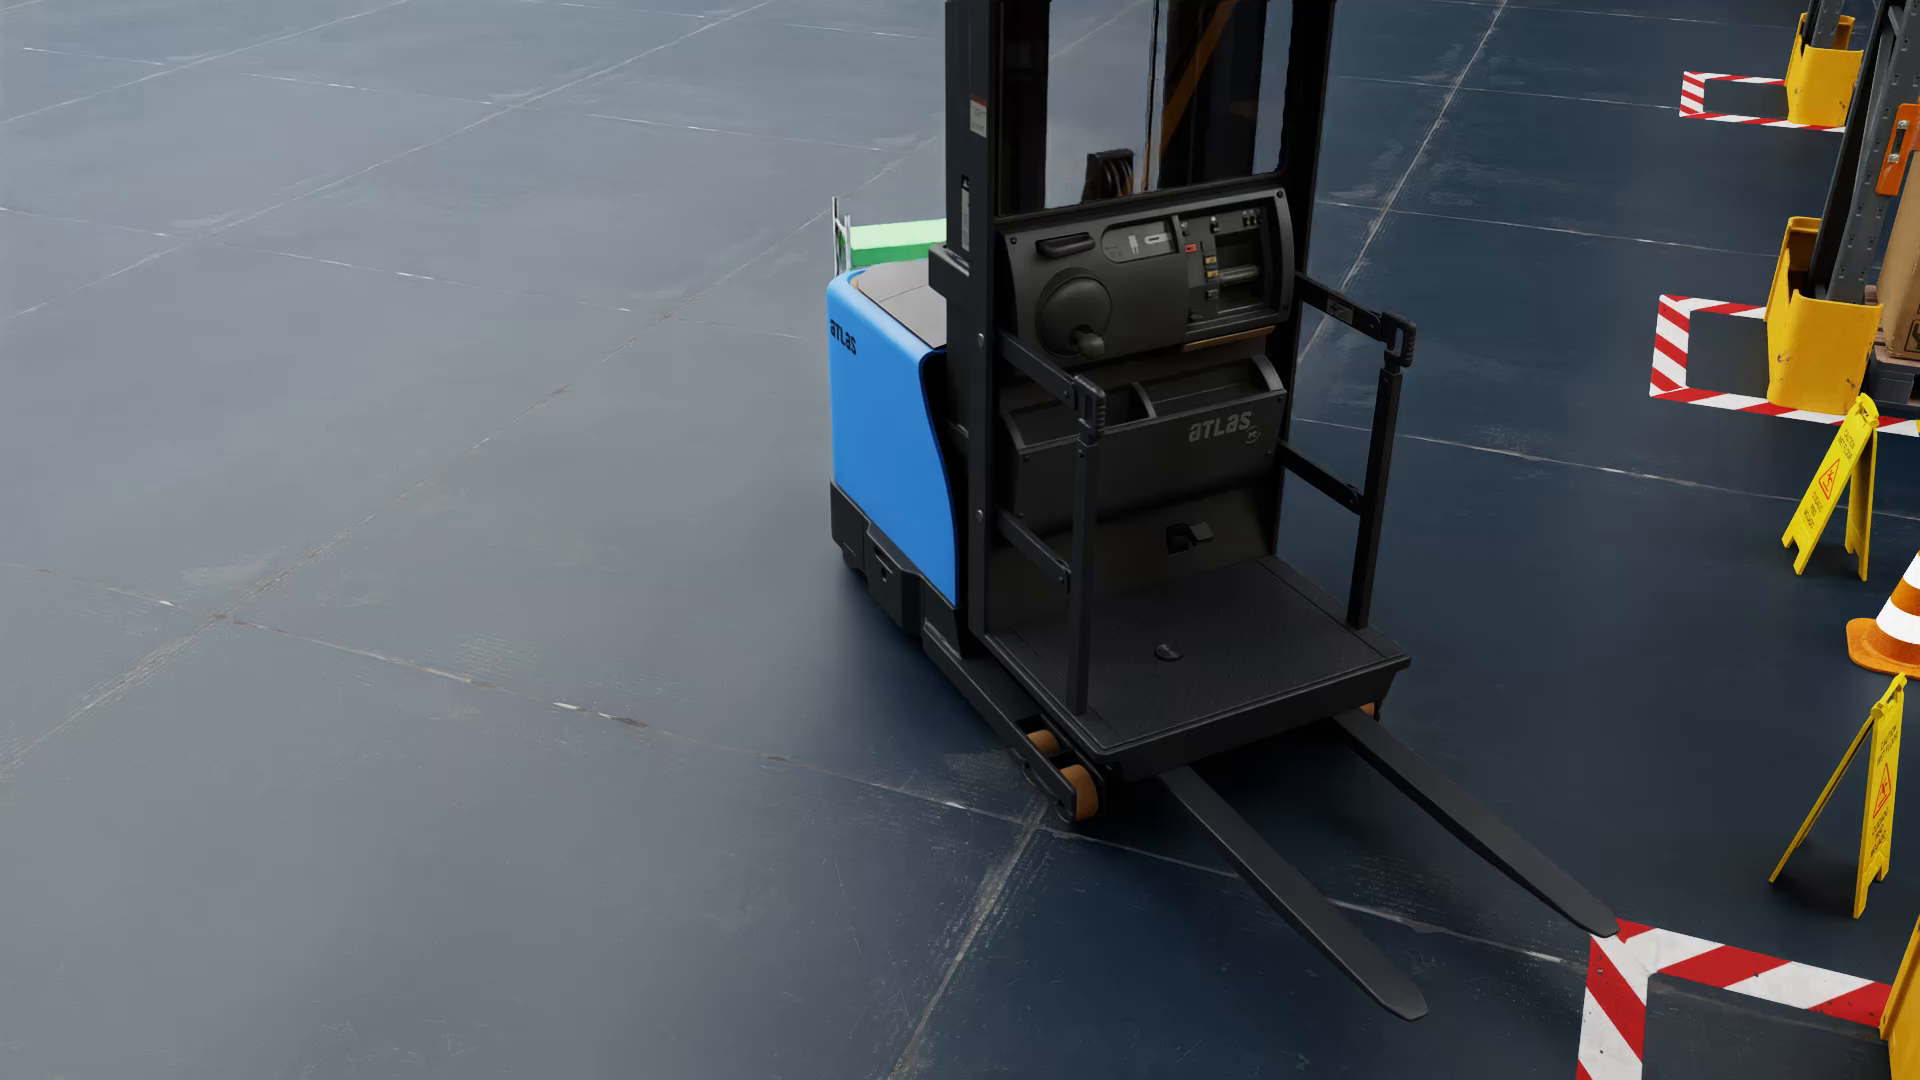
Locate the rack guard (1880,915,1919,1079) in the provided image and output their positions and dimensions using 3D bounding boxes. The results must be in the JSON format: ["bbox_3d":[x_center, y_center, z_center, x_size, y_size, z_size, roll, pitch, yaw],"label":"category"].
[{"bbox_3d":[2.249,1.250,3.530,0.348,0.500,1.175,11,31,19],"label":"rack guard"}]

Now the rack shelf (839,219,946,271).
[{"bbox_3d":[-0.187,-1.055,6.052,0.480,0.148,0.258,-8,30,-13],"label":"rack shelf"}]

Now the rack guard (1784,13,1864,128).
[{"bbox_3d":[5.974,-3.268,11.525,0.348,0.500,1.175,11,31,19],"label":"rack guard"}]

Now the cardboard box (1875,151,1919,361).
[{"bbox_3d":[4.599,-1.290,7.217,0.875,0.875,0.875,11,31,19],"label":"cardboard box"}]

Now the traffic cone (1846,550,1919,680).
[{"bbox_3d":[3.164,0.175,5.471,0.334,0.463,0.336,11,31,19],"label":"traffic cone"}]

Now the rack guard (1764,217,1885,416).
[{"bbox_3d":[3.923,-1.044,7.589,0.348,0.500,1.175,11,31,19],"label":"rack guard"}]

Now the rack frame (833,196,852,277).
[{"bbox_3d":[-0.422,-0.662,6.201,0.015,1.200,0.240,-8,30,-13],"label":"rack frame"}]

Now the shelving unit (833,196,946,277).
[{"bbox_3d":[-0.187,-0.693,6.256,0.503,1.200,0.258,-8,30,-13],"label":"shelving unit"}]

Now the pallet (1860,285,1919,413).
[{"bbox_3d":[4.716,-0.802,7.454,1.213,0.211,1.003,11,31,19],"label":"pallet"}]

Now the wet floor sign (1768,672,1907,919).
[{"bbox_3d":[2.404,0.650,4.445,0.232,0.644,0.267,24,37,36],"label":"wet floor sign"}]

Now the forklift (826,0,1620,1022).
[{"bbox_3d":[0.646,-0.710,4.528,1.130,2.935,3.031,-14,32,-23],"label":"forklift"}]

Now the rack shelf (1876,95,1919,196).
[{"bbox_3d":[5.799,-1.445,6.489,4.000,0.370,1.077,11,31,19],"label":"rack shelf"}]

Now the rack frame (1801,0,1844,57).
[{"bbox_3d":[5.904,-4.371,10.934,0.127,3.000,1.000,11,31,19],"label":"rack frame"}]

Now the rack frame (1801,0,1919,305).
[{"bbox_3d":[3.946,-2.128,6.966,0.127,3.000,1.000,11,31,19],"label":"rack frame"}]

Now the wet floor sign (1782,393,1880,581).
[{"bbox_3d":[3.174,-0.206,5.958,0.232,0.644,0.267,6,30,11],"label":"wet floor sign"}]

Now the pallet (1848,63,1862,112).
[{"bbox_3d":[6.714,-2.976,11.301,1.213,0.211,1.003,11,31,19],"label":"pallet"}]
